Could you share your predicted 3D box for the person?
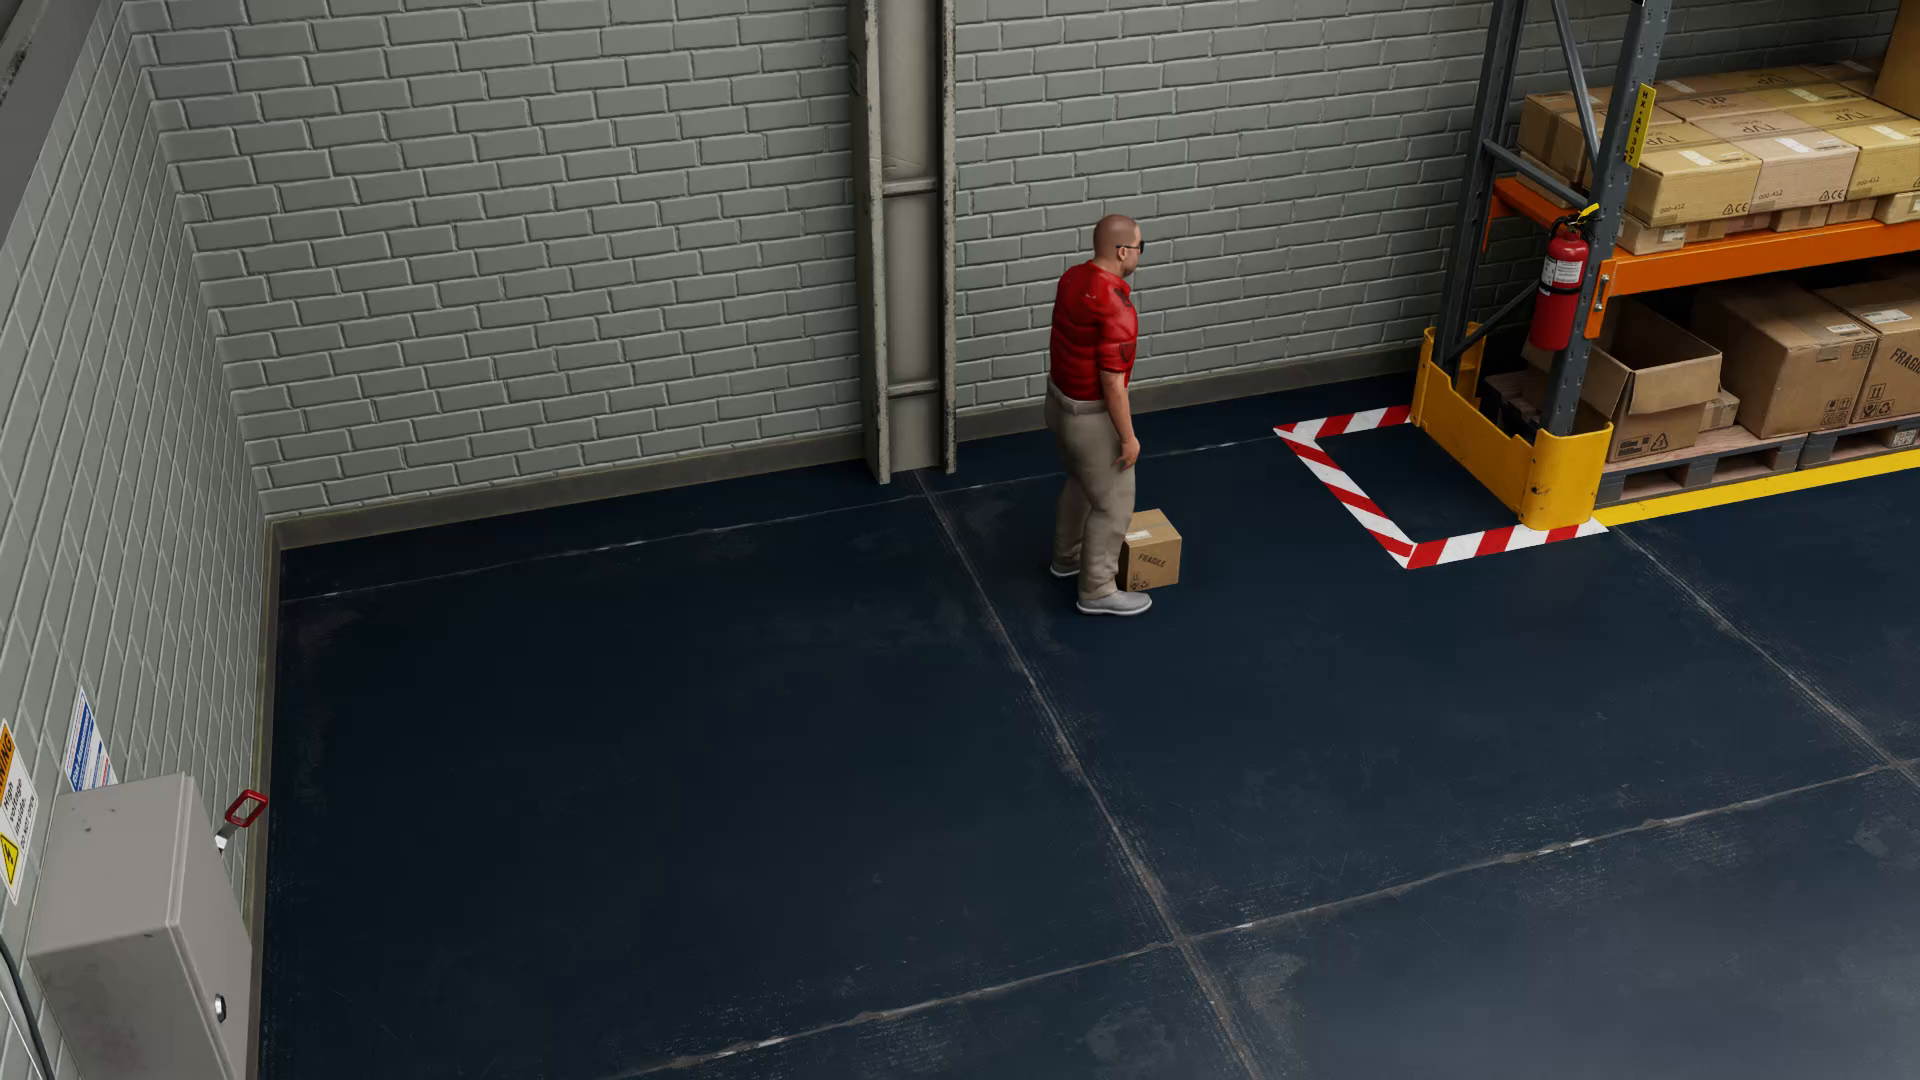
[{"bbox_3d":[0.572,-0.522,6.938,0.393,1.726,0.599,-12,36,-17],"label":"person"}]
